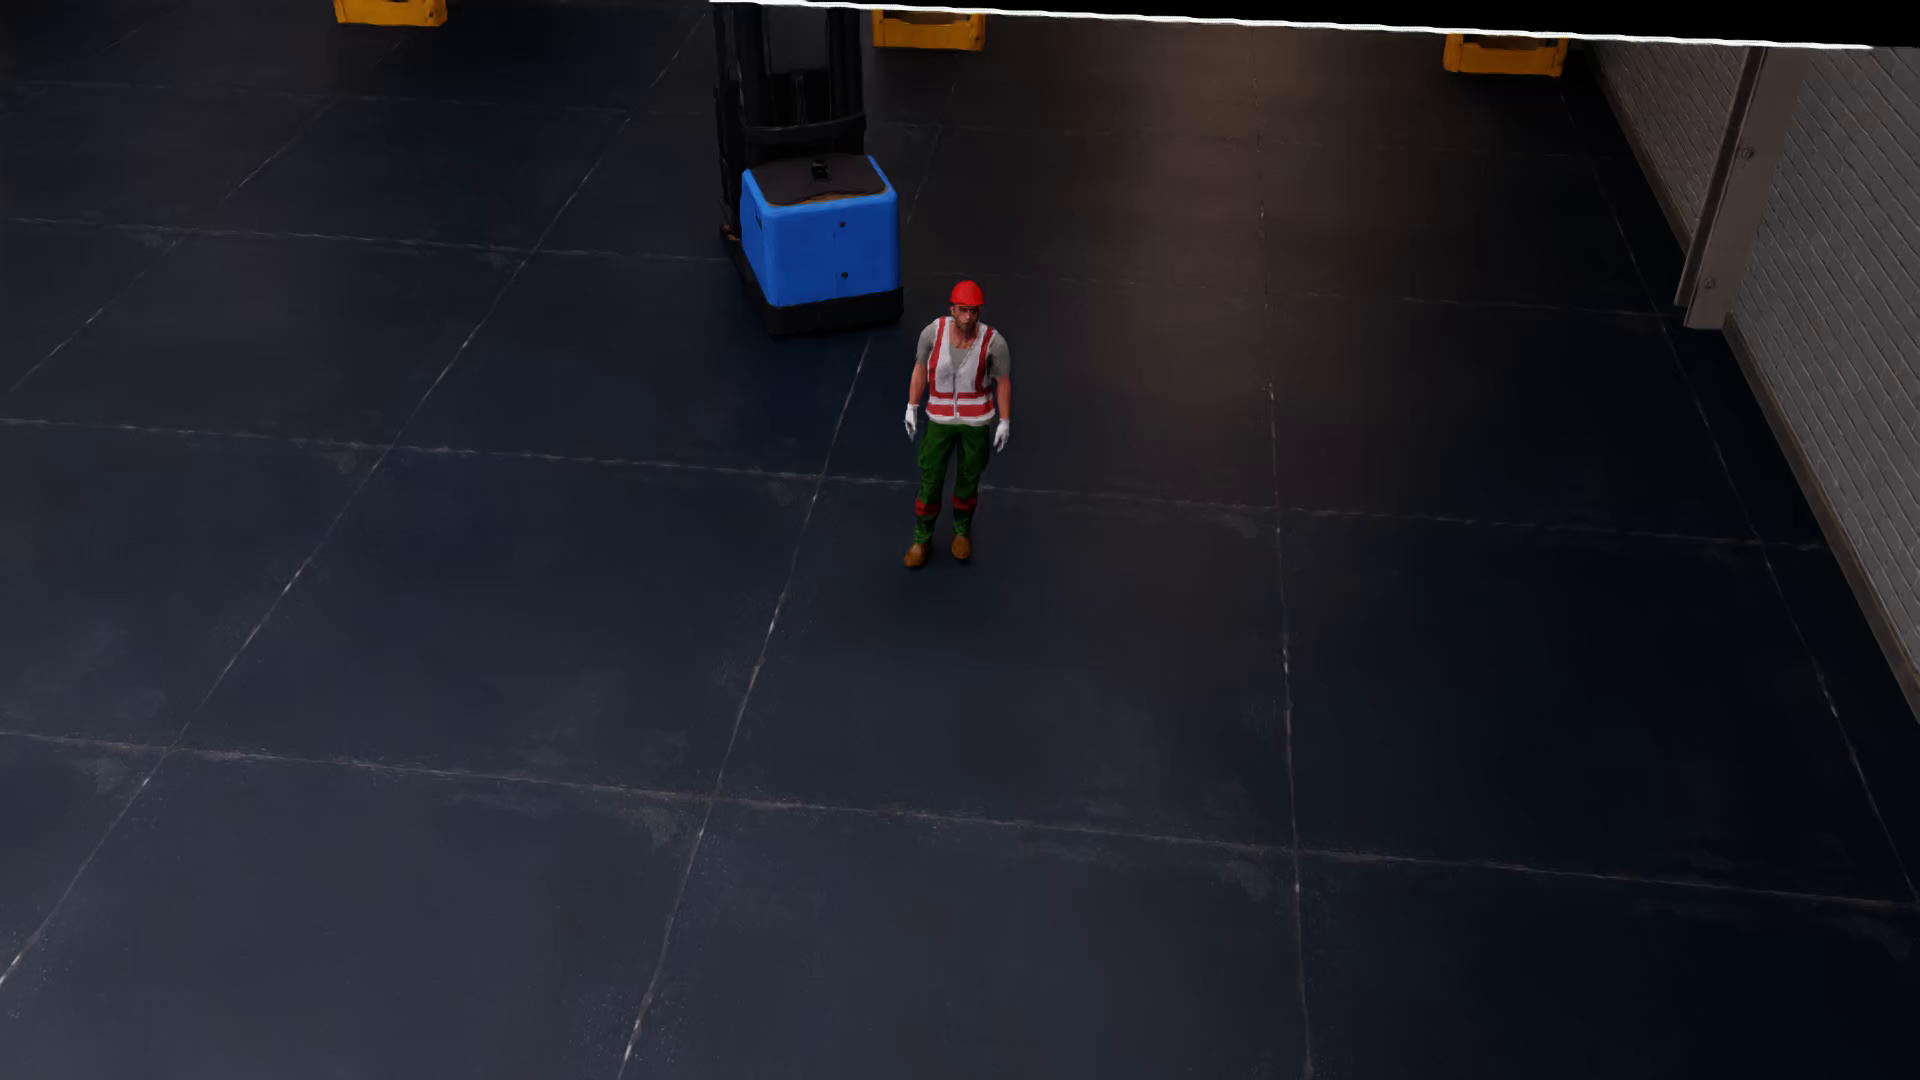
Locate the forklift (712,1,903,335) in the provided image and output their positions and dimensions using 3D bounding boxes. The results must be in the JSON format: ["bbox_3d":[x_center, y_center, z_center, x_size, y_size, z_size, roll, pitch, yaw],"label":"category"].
[{"bbox_3d":[-1.362,-3.589,12.899,1.130,2.935,3.031,-11,38,-14],"label":"forklift"}]

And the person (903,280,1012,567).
[{"bbox_3d":[-0.021,-0.679,9.902,0.637,1.787,0.563,4,37,6],"label":"person"}]
